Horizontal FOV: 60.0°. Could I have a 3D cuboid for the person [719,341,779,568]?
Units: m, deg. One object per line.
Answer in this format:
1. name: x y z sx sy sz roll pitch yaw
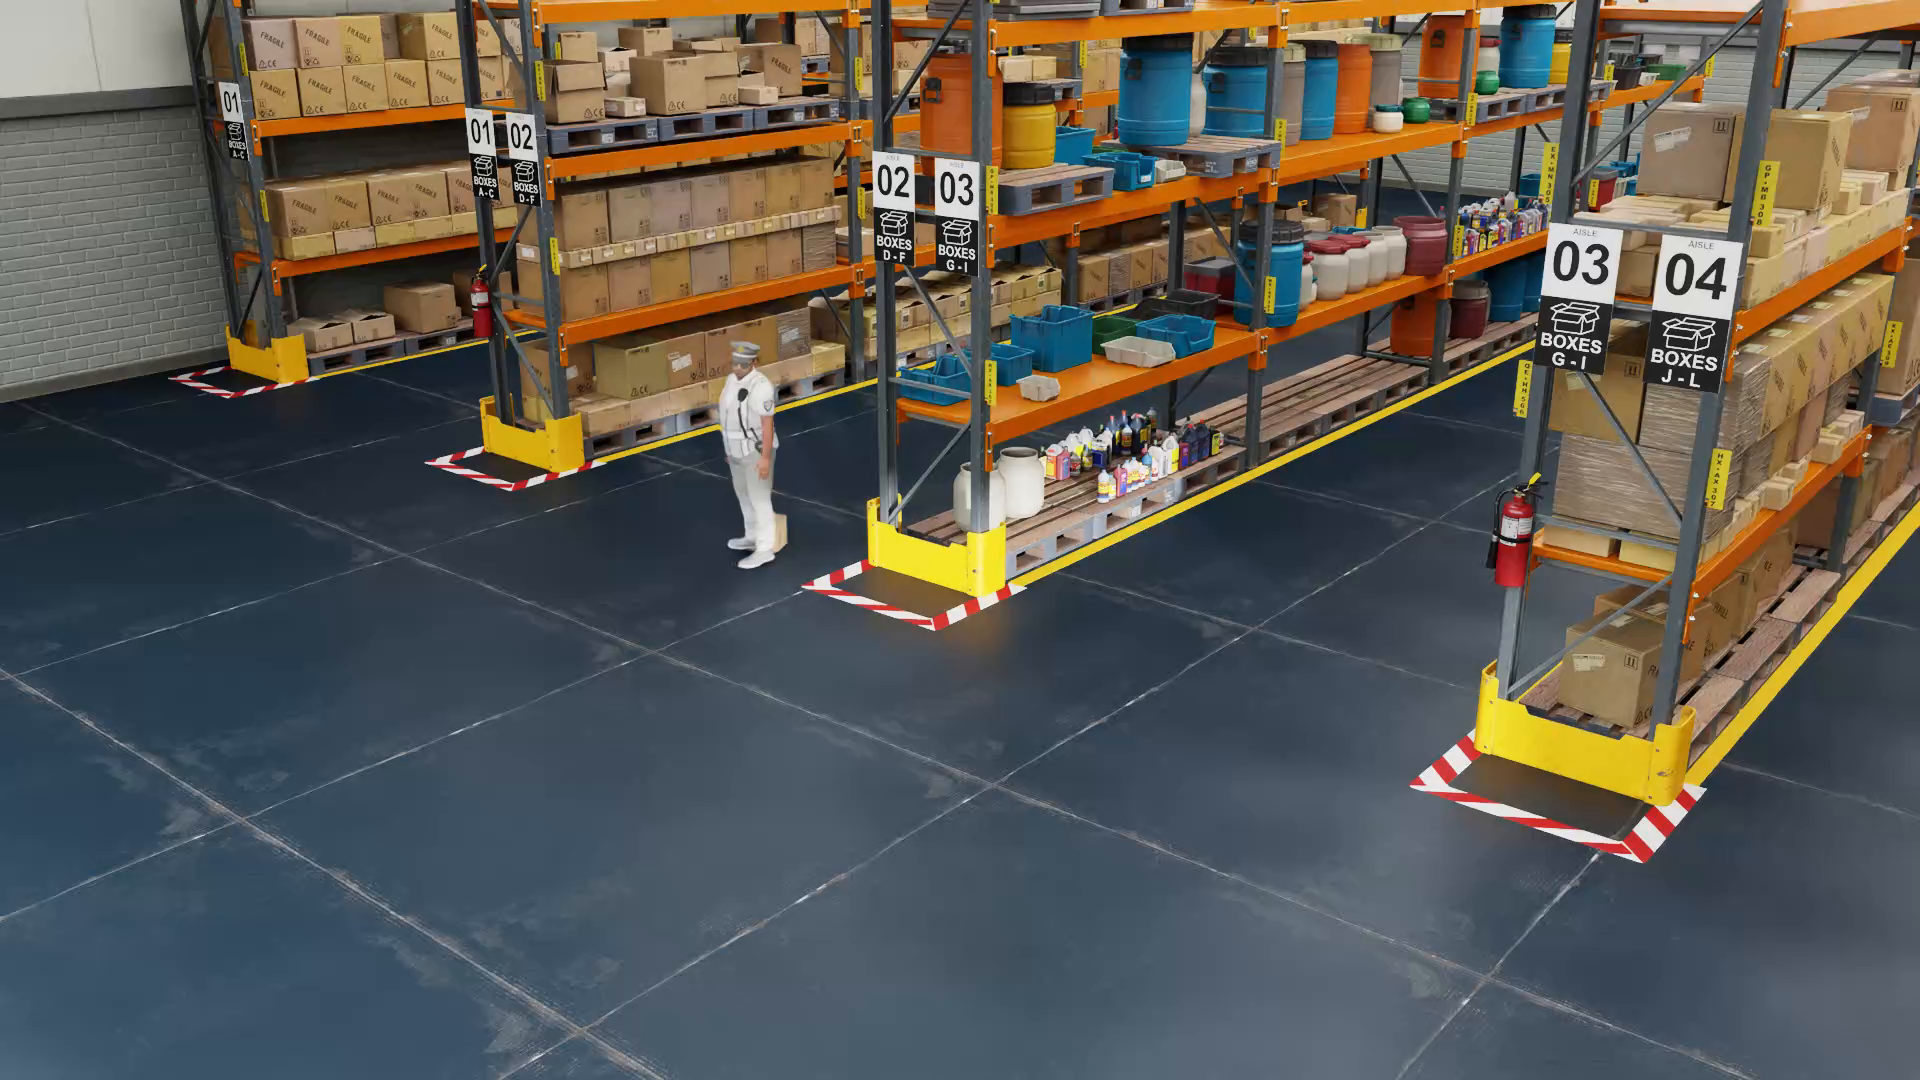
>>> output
1. person: -1.665 -0.689 12.896 0.413 1.750 0.641 -15 25 -36
